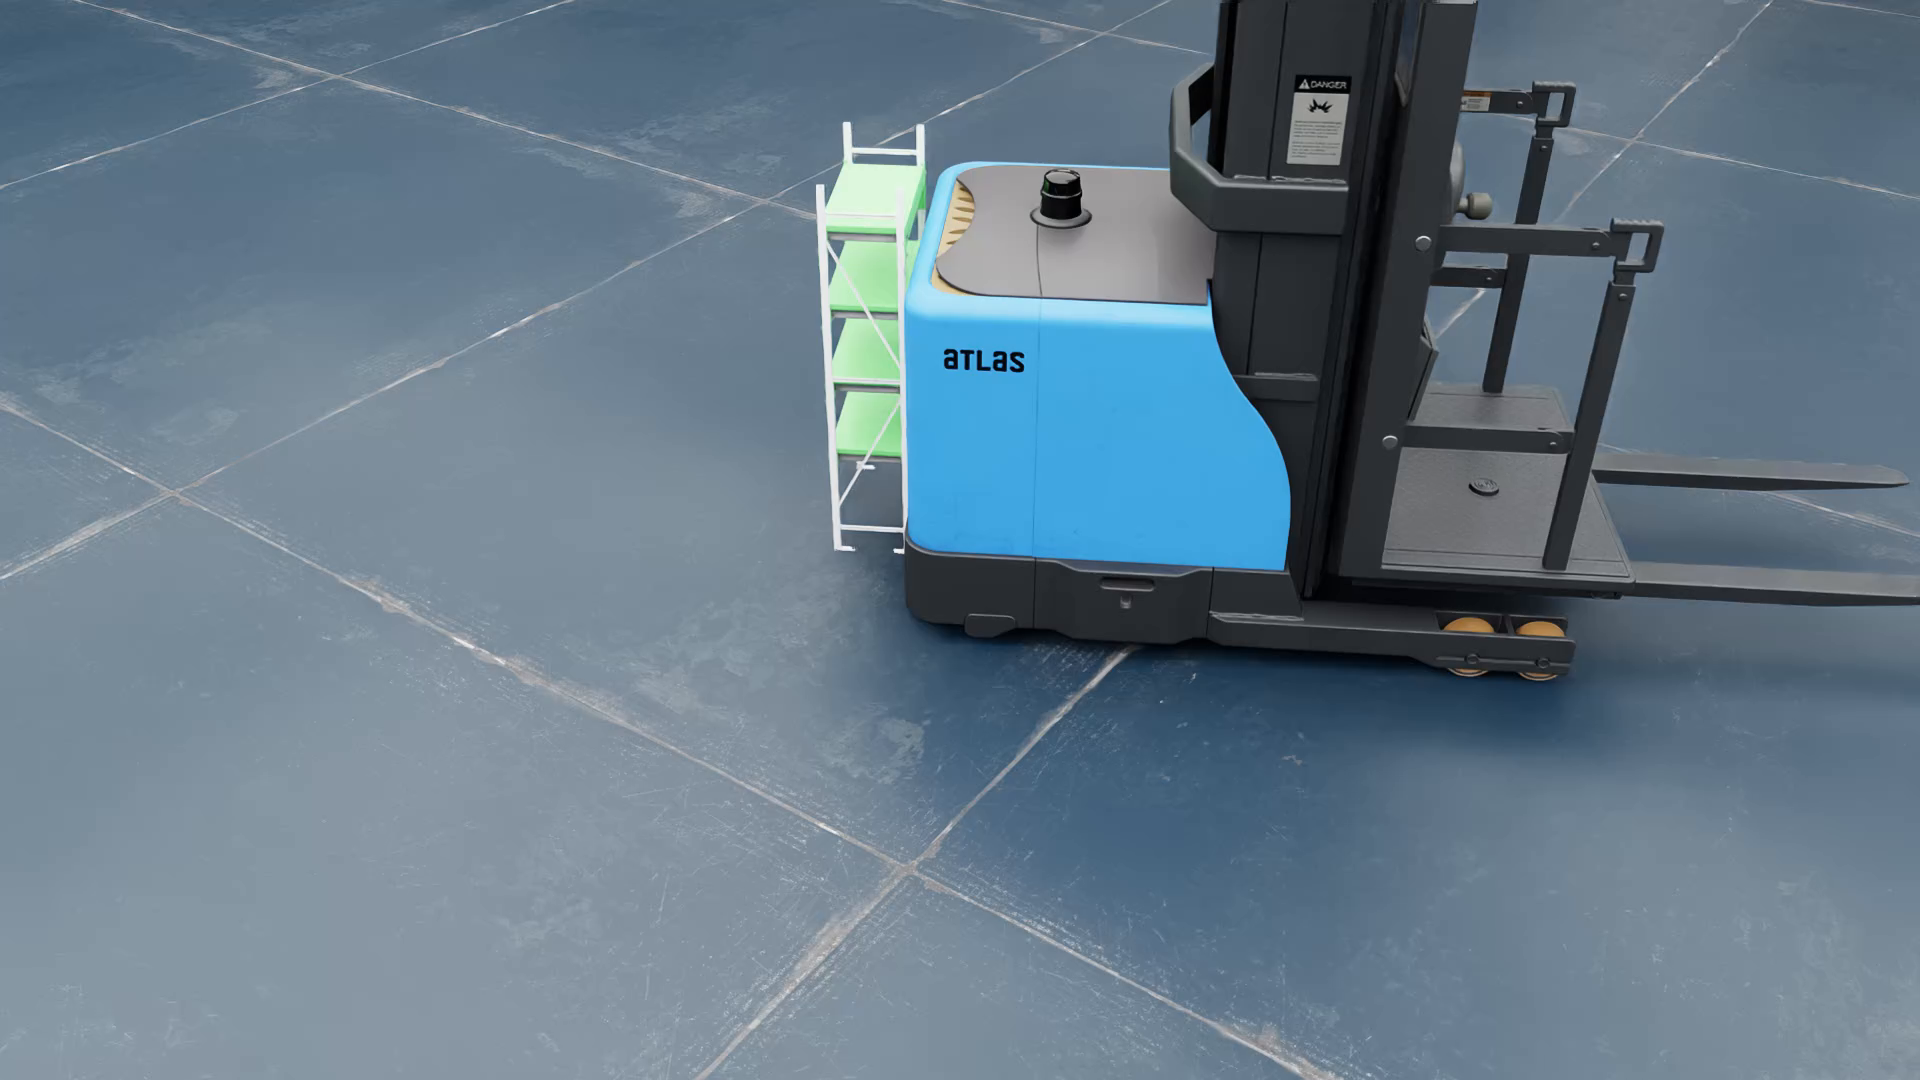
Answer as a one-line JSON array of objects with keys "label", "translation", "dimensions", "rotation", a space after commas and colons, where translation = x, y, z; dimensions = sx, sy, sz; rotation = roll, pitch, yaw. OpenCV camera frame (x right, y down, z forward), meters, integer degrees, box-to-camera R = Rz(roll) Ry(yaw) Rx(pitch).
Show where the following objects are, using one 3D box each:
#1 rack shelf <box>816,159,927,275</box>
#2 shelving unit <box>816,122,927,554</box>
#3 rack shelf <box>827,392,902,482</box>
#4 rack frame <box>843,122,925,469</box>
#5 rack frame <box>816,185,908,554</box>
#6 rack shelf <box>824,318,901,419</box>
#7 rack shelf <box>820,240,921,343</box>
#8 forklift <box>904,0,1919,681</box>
[{"label": "rack shelf", "translation": [-0.250, -0.944, 4.832], "dimensions": [0.258, 0.148, 0.480], "rotation": [3, 34, 5]}, {"label": "shelving unit", "translation": [-0.249, -0.599, 5.065], "dimensions": [0.258, 1.200, 0.503], "rotation": [3, 34, 5]}, {"label": "rack shelf", "translation": [-0.249, -0.347, 5.235], "dimensions": [0.258, 0.148, 0.480], "rotation": [3, 34, 5]}, {"label": "rack frame", "translation": [-0.226, -0.735, 5.266], "dimensions": [0.240, 1.200, 0.015], "rotation": [3, 34, 5]}, {"label": "rack frame", "translation": [-0.273, -0.463, 4.864], "dimensions": [0.240, 1.200, 0.015], "rotation": [3, 34, 5]}, {"label": "rack shelf", "translation": [-0.249, -0.546, 5.101], "dimensions": [0.258, 0.148, 0.480], "rotation": [3, 34, 5]}, {"label": "rack shelf", "translation": [-0.250, -0.745, 4.966], "dimensions": [0.258, 0.148, 0.480], "rotation": [3, 34, 5]}, {"label": "forklift", "translation": [1.390, -1.133, 4.309], "dimensions": [3.031, 2.935, 1.130], "rotation": [3, 34, 5]}]
